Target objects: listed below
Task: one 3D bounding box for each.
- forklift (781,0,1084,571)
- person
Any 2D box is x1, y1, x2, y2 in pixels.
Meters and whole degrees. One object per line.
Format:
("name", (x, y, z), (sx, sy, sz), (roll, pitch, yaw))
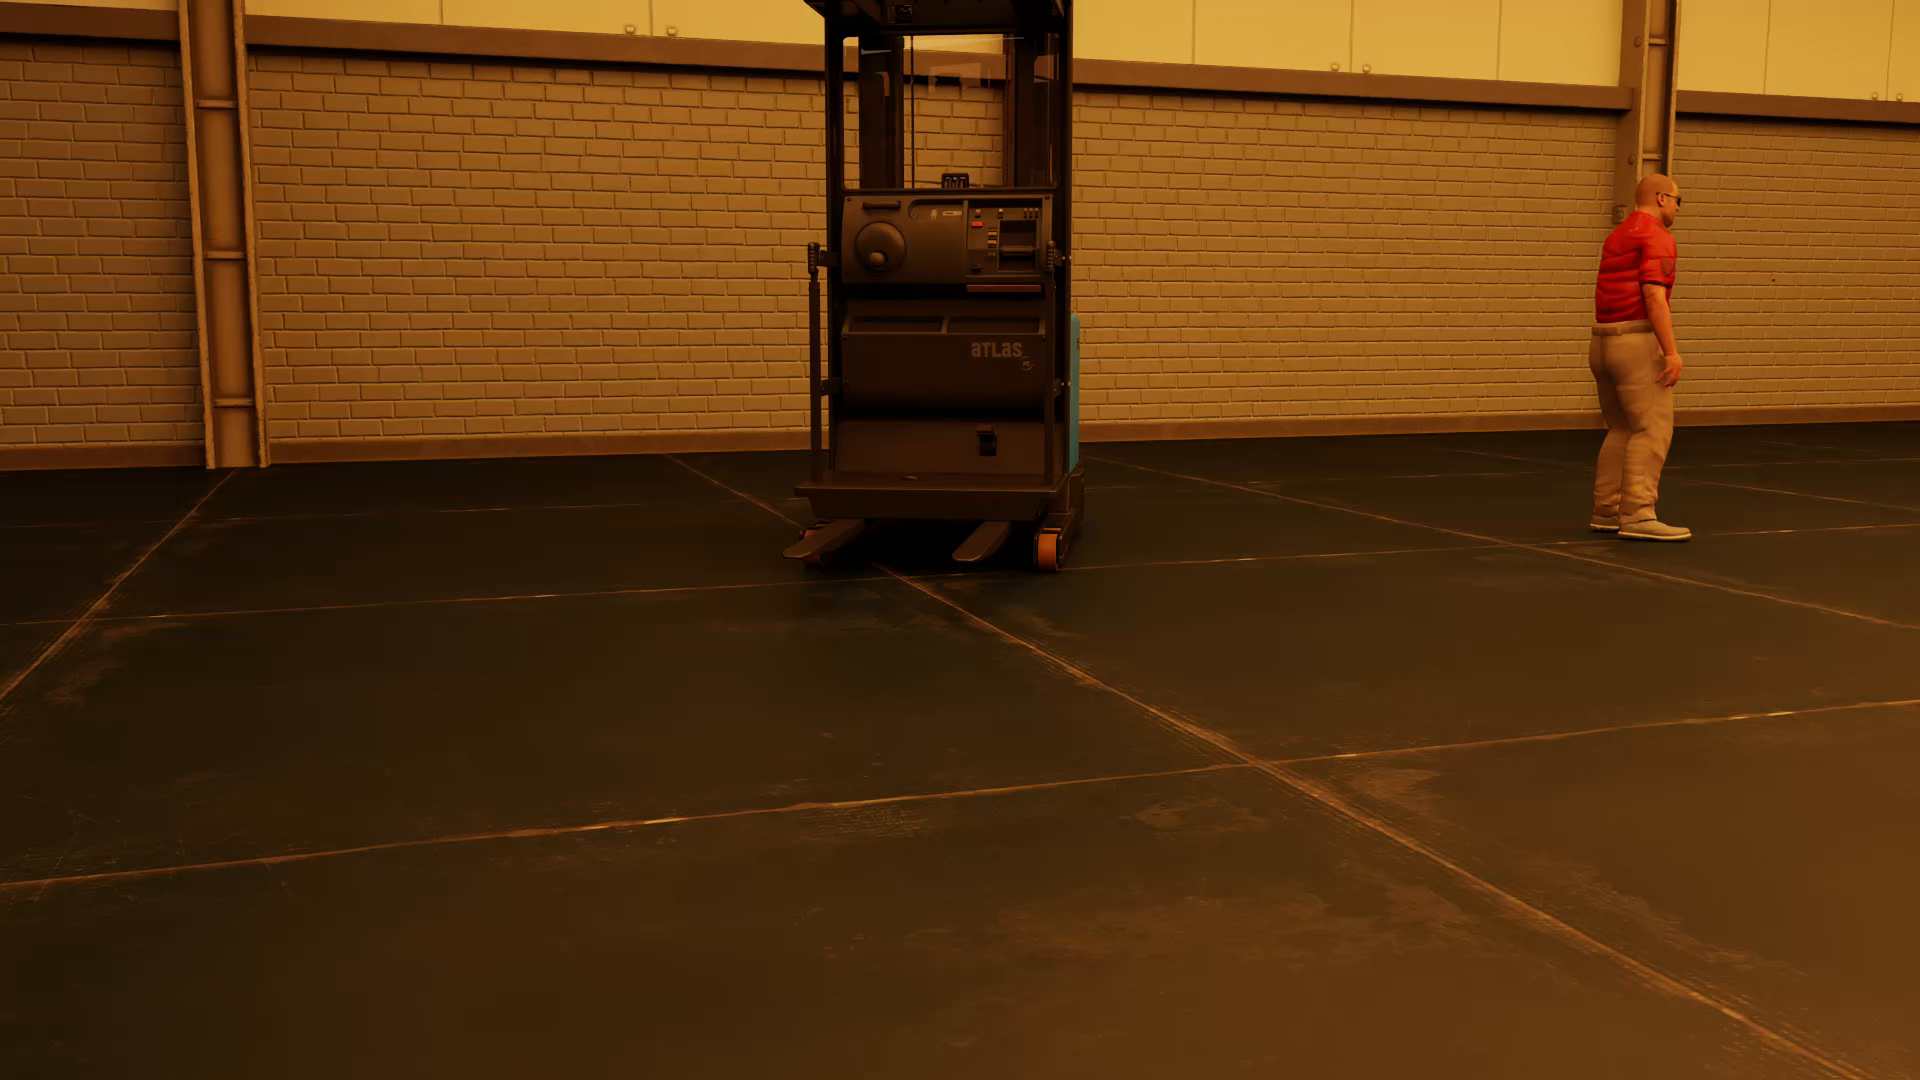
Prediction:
("forklift", (-0.085, -1.369, 7.110), (1.130, 2.935, 3.031), (1, 8, 8))
("person", (3.264, -0.885, 8.012), (0.388, 1.727, 0.599), (0, 8, -4))
